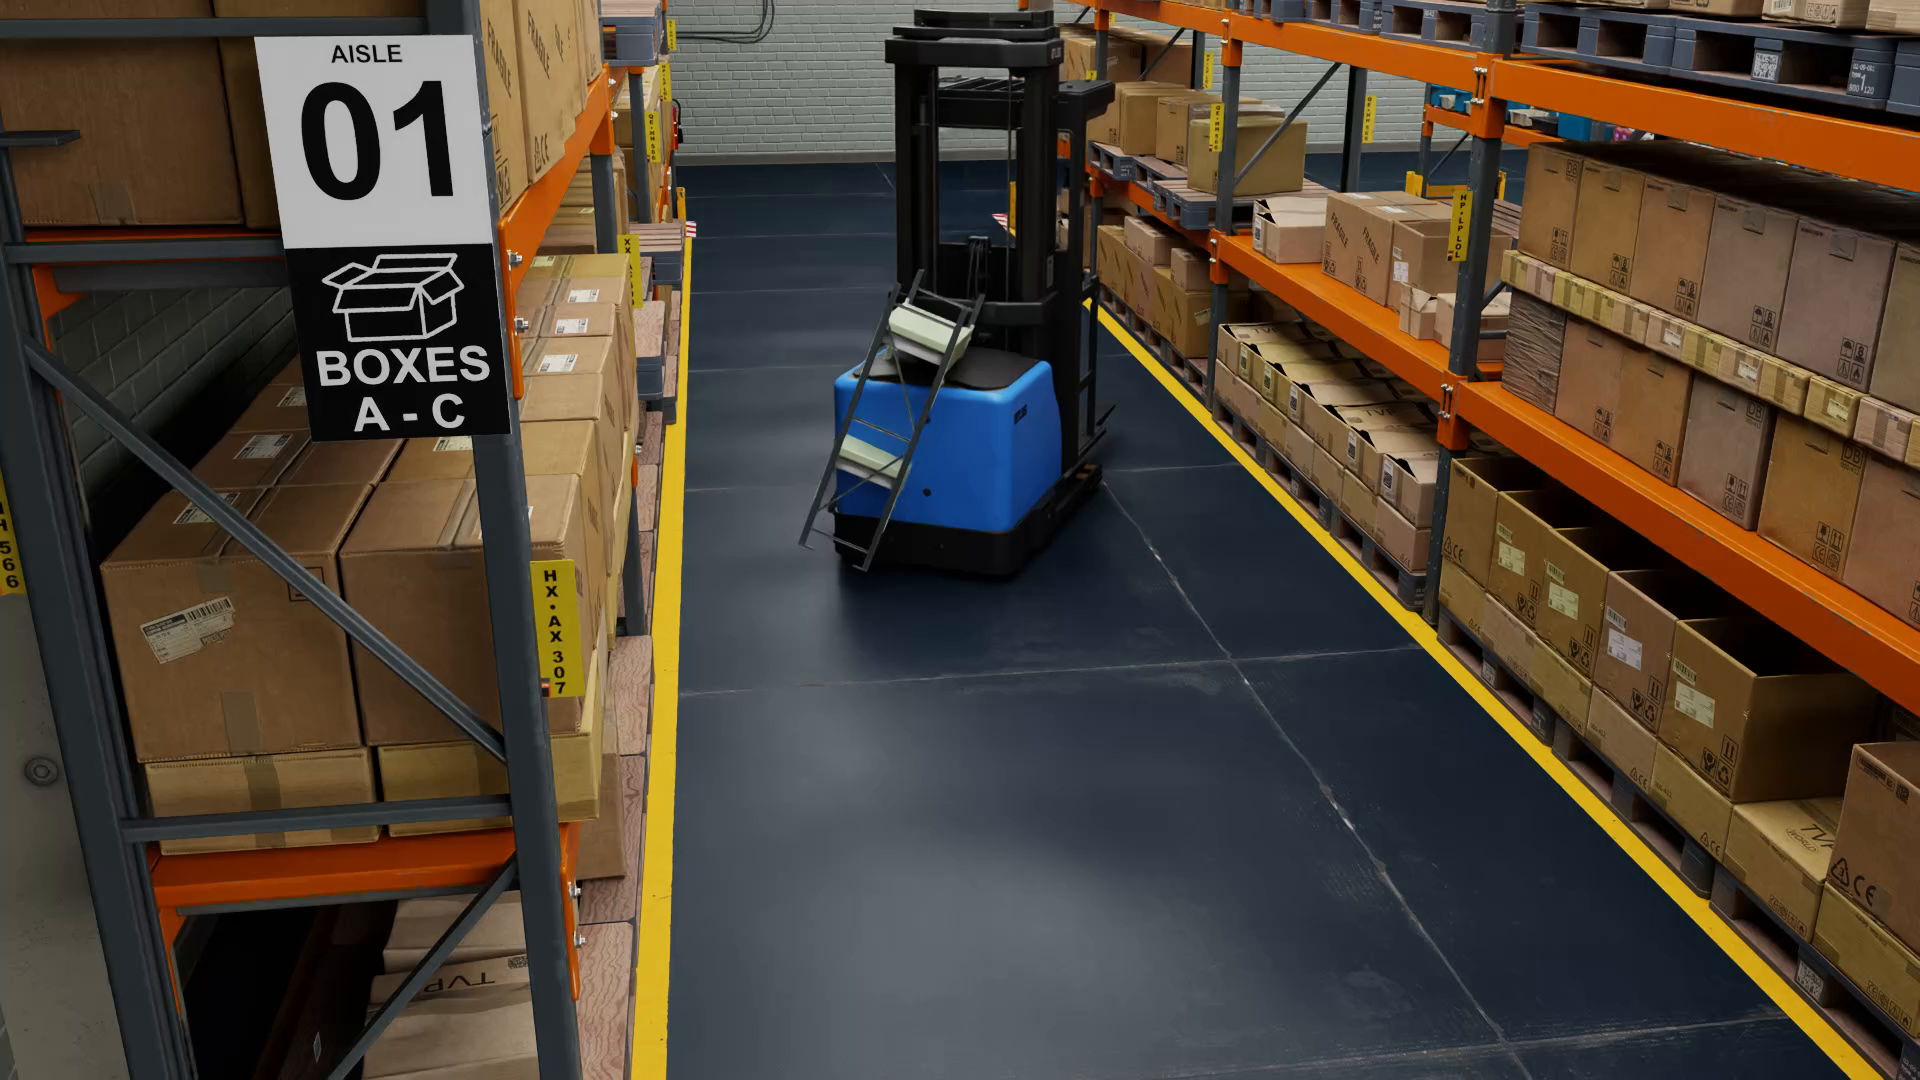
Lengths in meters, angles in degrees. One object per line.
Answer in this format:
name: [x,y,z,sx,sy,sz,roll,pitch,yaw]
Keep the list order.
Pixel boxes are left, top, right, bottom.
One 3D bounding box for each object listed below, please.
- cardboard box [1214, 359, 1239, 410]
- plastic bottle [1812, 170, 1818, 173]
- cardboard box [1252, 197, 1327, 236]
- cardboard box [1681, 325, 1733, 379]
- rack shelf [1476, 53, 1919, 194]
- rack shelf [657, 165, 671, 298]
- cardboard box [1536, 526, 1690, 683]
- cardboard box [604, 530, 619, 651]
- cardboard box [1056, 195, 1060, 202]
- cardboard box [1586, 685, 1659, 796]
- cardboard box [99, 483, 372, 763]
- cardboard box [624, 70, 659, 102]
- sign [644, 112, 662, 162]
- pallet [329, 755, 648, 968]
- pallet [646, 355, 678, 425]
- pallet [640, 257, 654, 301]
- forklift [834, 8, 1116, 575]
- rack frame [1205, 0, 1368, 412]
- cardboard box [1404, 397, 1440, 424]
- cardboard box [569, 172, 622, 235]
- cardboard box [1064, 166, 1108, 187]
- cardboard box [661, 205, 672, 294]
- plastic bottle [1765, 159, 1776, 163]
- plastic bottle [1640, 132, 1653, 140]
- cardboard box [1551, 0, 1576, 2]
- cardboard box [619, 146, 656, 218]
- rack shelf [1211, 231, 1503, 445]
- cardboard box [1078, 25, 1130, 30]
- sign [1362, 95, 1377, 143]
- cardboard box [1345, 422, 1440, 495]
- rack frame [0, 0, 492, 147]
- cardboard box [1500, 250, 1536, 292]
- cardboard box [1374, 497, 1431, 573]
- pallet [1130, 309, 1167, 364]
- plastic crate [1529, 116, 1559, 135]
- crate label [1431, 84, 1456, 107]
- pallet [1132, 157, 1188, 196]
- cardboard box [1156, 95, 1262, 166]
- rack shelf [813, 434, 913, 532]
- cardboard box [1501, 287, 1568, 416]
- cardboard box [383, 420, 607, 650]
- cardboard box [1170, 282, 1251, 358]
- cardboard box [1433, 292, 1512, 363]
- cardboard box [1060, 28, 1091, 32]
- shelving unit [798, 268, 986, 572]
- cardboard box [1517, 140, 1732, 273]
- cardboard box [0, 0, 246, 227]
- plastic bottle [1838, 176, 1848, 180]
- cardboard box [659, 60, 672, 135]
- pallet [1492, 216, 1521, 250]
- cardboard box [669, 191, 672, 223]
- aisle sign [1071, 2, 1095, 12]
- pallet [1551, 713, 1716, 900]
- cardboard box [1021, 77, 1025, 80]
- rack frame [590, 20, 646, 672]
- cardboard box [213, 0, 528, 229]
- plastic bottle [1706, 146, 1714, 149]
cardboard box: [2.107,-1.103,11.711,0.500,0.250,0.500,-3,21,-8]
plastic bottle: [6.711,-2.783,13.046,0.061,0.283,0.133,-3,21,-8]
cardboard box: [2.332,-2.220,11.501,0.500,0.311,0.500,-2,21,-4]
cardboard box: [2.973,-0.717,6.279,0.380,0.149,0.250,-3,21,-8]
rack shelf: [3.187,-1.381,5.868,1.077,0.370,4.000,-3,21,-8]
rack shelf: [-2.867,-2.495,13.136,1.077,0.370,4.000,-3,21,-8]
cardboard box: [2.800,0.257,6.998,0.500,0.500,0.500,-3,21,-8]
cardboard box: [-1.338,0.151,5.211,0.500,0.250,0.500,-3,21,-9]
cardboard box: [1.039,-3.702,18.643,0.500,0.250,0.500,-3,21,-8]
cardboard box: [2.878,0.781,6.667,0.500,0.250,0.500,-3,21,-8]
cardboard box: [-1.704,0.188,4.040,0.500,0.500,0.500,-3,21,-8]
cardboard box: [-2.771,-3.745,13.787,0.500,0.250,0.500,-2,21,-7]
sign: [-2.043,-2.675,11.050,0.100,0.325,0.005,-3,21,-8]
pallet: [-1.691,1.206,6.185,1.003,0.211,1.213,-3,21,-8]
pallet: [-2.618,-1.110,12.385,1.003,0.211,1.213,-3,21,-8]
pallet: [-2.253,-1.366,9.360,1.003,0.211,1.213,-3,21,-8]
forklift: [0.267,-1.668,9.992,1.130,2.935,3.031,7,22,18]
rack frame: [2.322,-2.390,11.829,1.000,3.000,0.127,-3,21,-8]
cardboard box: [2.943,-0.685,9.791,0.500,0.311,0.500,-4,21,-10]
cardboard box: [-2.300,-1.800,9.476,0.700,0.500,0.500,-3,21,-8]
cardboard box: [1.491,-4.019,19.135,0.500,0.500,0.500,-3,21,-8]
cardboard box: [-2.933,-2.495,14.582,0.750,0.750,0.750,-3,21,-7]
plastic bottle: [7.203,-3.418,14.756,0.152,0.276,0.135,-3,21,-8]
plastic bottle: [6.390,-3.659,15.404,0.152,0.276,0.135,-3,21,-8]
cardboard box: [2.711,-2.532,6.978,0.500,0.500,0.500,-1,21,-3]
cardboard box: [-2.396,-2.516,11.568,0.500,0.500,0.500,-2,21,-6]
rack shelf: [2.611,-1.361,10.101,1.077,0.370,4.000,-3,21,-8]
cardboard box: [1.579,-5.360,18.209,0.500,0.500,0.500,-2,21,-6]
sign: [2.871,-2.962,11.704,0.100,0.325,0.005,-3,21,-8]
cardboard box: [2.476,-0.482,9.248,0.500,0.311,0.500,-2,21,-6]
rack frame: [-1.426,-2.180,2.691,1.000,3.000,0.127,-3,21,-8]
cardboard box: [2.746,-1.253,7.715,0.380,0.149,0.250,-3,21,-8]
cardboard box: [2.552,-0.043,8.874,0.500,0.250,0.500,-3,21,-8]
pallet: [2.080,-1.766,14.142,1.003,0.211,1.213,-3,21,-8]
plastic crate: [6.221,-4.297,17.241,0.437,0.125,0.590,-3,21,-8]
crate label: [5.781,-5.256,19.656,0.416,0.233,0.303,-3,21,-8]
pallet: [2.038,-2.973,13.665,1.003,0.211,1.213,-3,21,-8]
cardboard box: [2.062,-3.410,13.816,0.700,0.500,0.500,-8,22,-21]
rack shelf: [-0.479,-0.375,9.133,0.431,0.370,0.720,23,17,2]
cardboard box: [2.969,-0.899,7.693,0.700,0.500,0.500,-3,21,-9]
cardboard box: [-1.259,-0.012,4.575,0.500,0.500,0.500,-3,21,-8]
cardboard box: [1.955,-1.737,13.025,0.500,0.500,0.500,-2,21,-6]
cardboard box: [2.785,-1.103,8.598,0.500,0.250,0.500,-2,21,-4]
cardboard box: [1.122,-5.154,17.657,0.500,0.500,0.500,-3,21,-7]
shelving unit: [-0.362,-0.665,9.040,0.431,1.500,0.755,23,17,2]
cardboard box: [2.969,-1.507,7.466,0.700,0.500,0.500,-3,21,-7]
cardboard box: [-1.736,-0.962,3.547,0.500,0.500,0.500,-1,21,-4]
plastic bottle: [7.373,-3.072,13.839,0.097,0.271,0.097,0,20,0]
cardboard box: [-3.533,-4.622,17.376,0.980,0.700,0.700,-3,21,-8]
pallet: [6.324,-3.393,18.500,1.003,0.211,1.213,-3,21,-8]
cardboard box: [-3.460,-3.524,17.837,0.700,0.500,0.500,-3,21,-8]
aisle sign: [1.463,-6.417,18.895,0.394,0.787,0.004,-3,21,-8]
pallet: [3.151,1.002,6.732,1.003,0.211,1.213,-3,21,-8]
cardboard box: [0.972,-5.040,18.780,0.500,0.500,0.500,-2,21,-7]
rack frame: [-2.002,-0.754,7.448,1.000,3.000,0.127,-3,21,-8]
cardboard box: [-1.227,-0.959,3.538,0.500,0.500,0.500,-2,21,-6]
plastic bottle: [6.508,-3.308,14.470,0.097,0.271,0.097,0,20,0]
